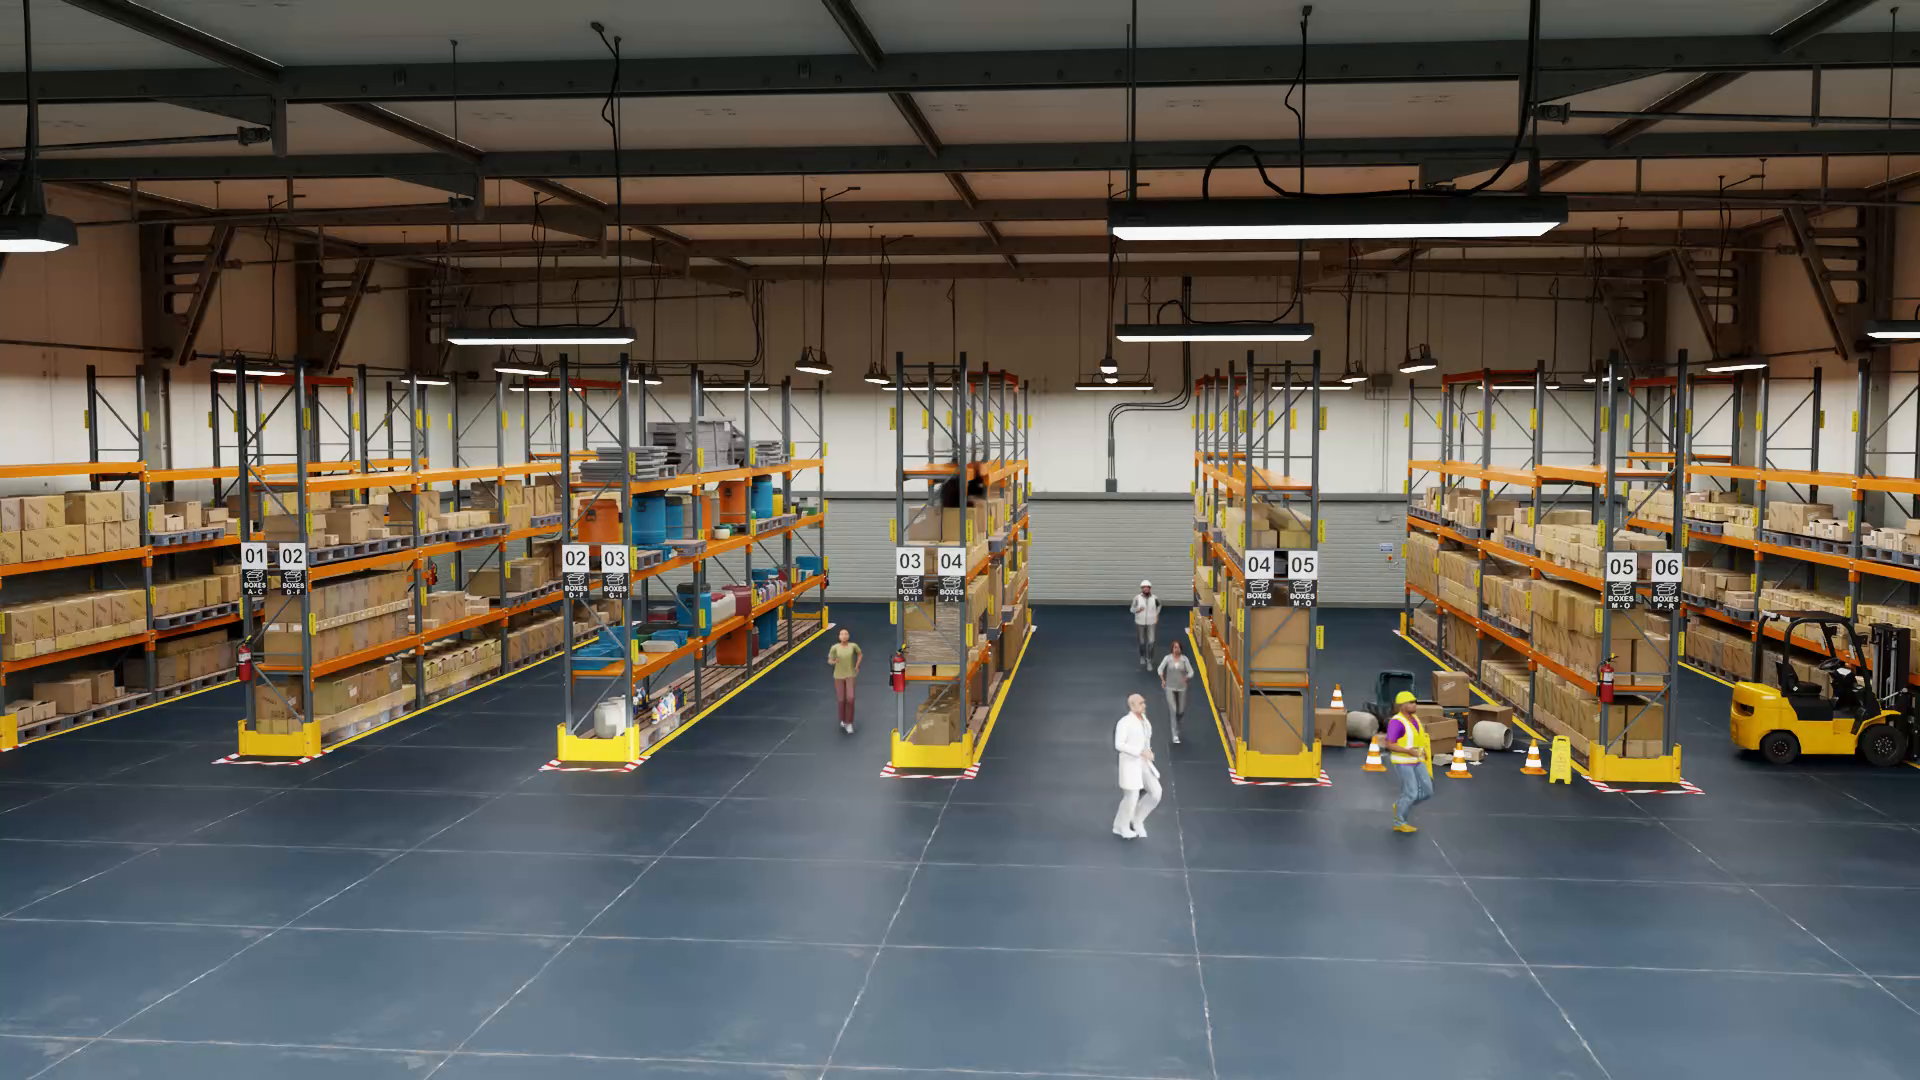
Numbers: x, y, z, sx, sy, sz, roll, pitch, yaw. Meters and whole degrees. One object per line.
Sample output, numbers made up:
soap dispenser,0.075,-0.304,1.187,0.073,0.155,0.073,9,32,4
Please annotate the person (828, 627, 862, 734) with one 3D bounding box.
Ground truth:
person,-1.861,2.260,26.897,0.558,1.708,0.669,0,4,-2

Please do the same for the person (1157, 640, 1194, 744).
person,3.384,2.369,26.082,0.558,1.560,0.723,0,4,0

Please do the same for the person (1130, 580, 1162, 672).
person,3.759,1.712,33.608,0.646,1.809,0.808,0,4,5

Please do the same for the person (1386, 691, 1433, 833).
person,5.485,2.699,20.212,0.691,1.719,0.585,-4,5,-41

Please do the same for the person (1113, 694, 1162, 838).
person,2.123,2.716,19.865,0.690,1.763,0.701,-4,6,-44
